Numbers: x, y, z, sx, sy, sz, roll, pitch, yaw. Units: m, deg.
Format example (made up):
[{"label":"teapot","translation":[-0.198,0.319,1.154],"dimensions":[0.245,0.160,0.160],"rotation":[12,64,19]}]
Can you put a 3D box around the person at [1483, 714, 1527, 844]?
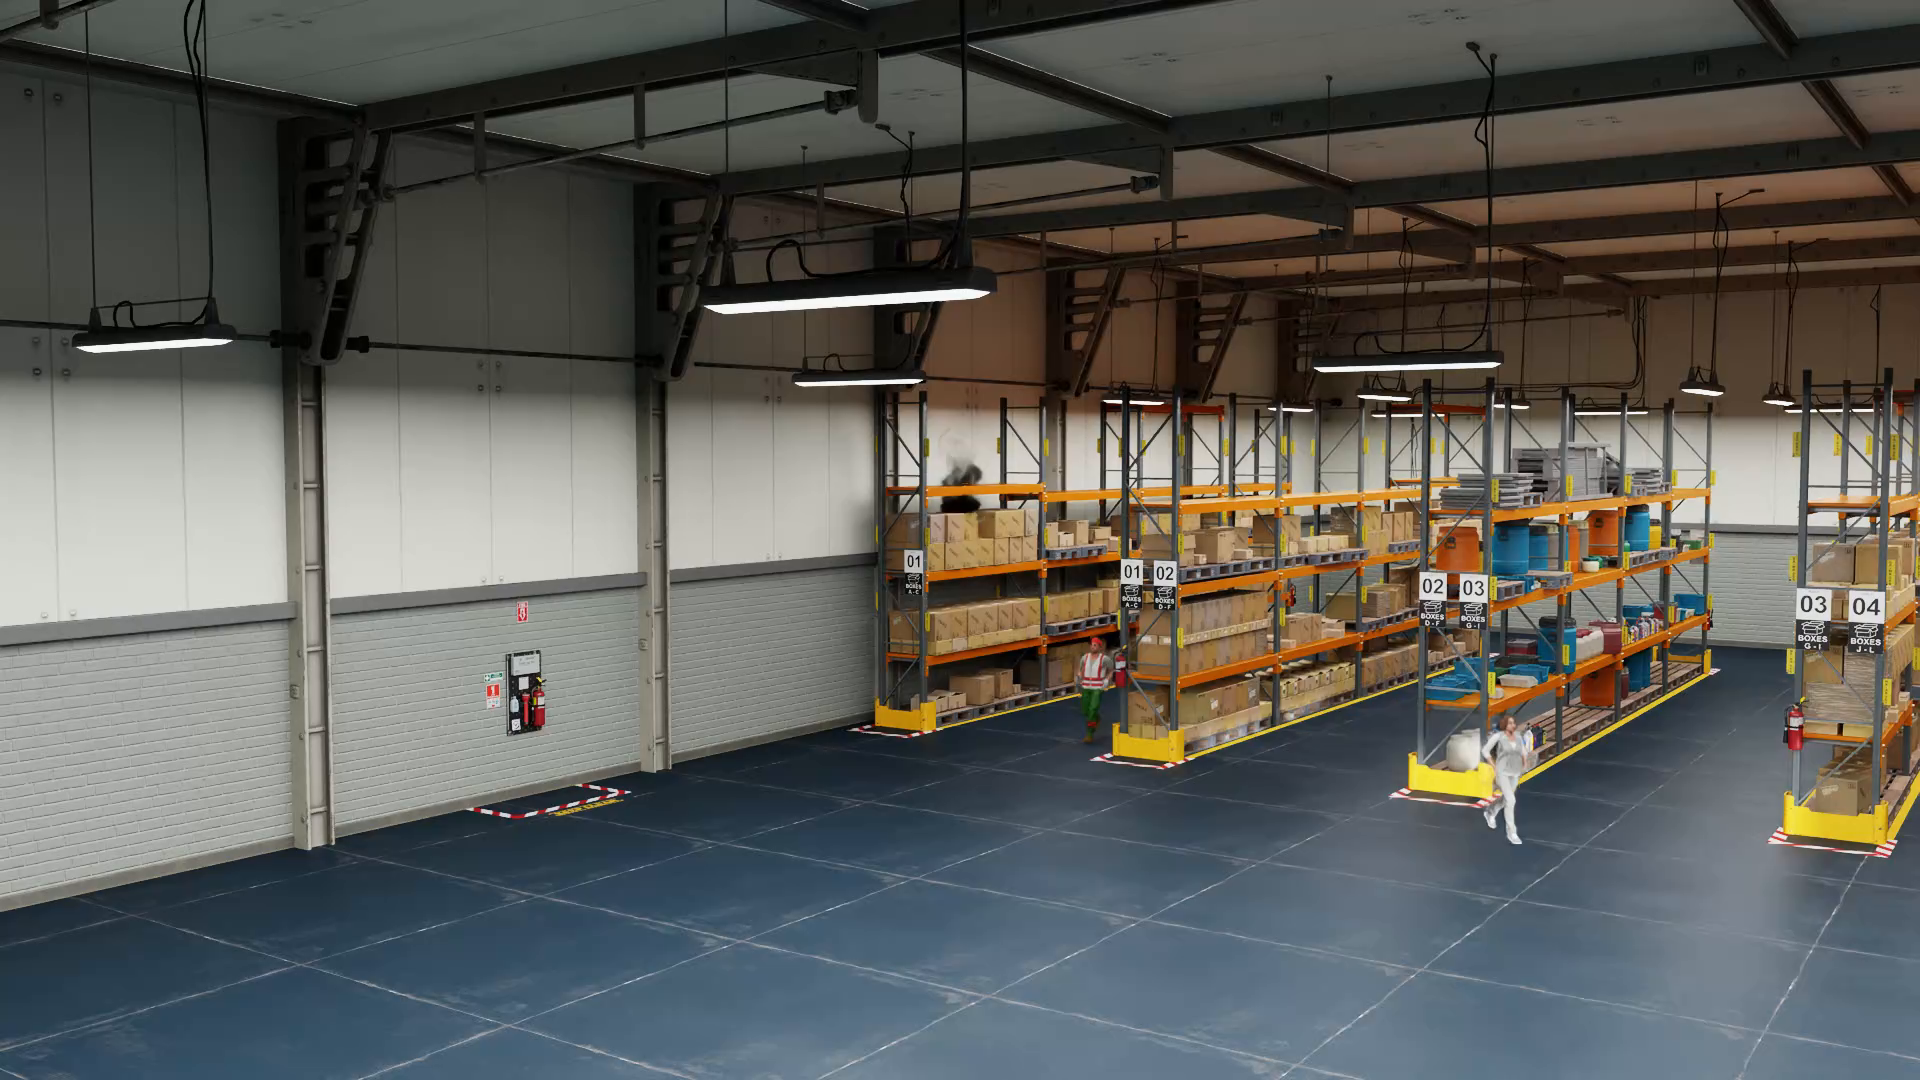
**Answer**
[{"label":"person","translation":[6.967,3.010,21.243],"dimensions":[0.536,1.603,0.798],"rotation":[-1,3,-19]}]

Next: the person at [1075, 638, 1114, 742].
[{"label":"person","translation":[2.291,2.544,28.380],"dimensions":[0.658,1.751,0.871],"rotation":[2,4,27]}]
